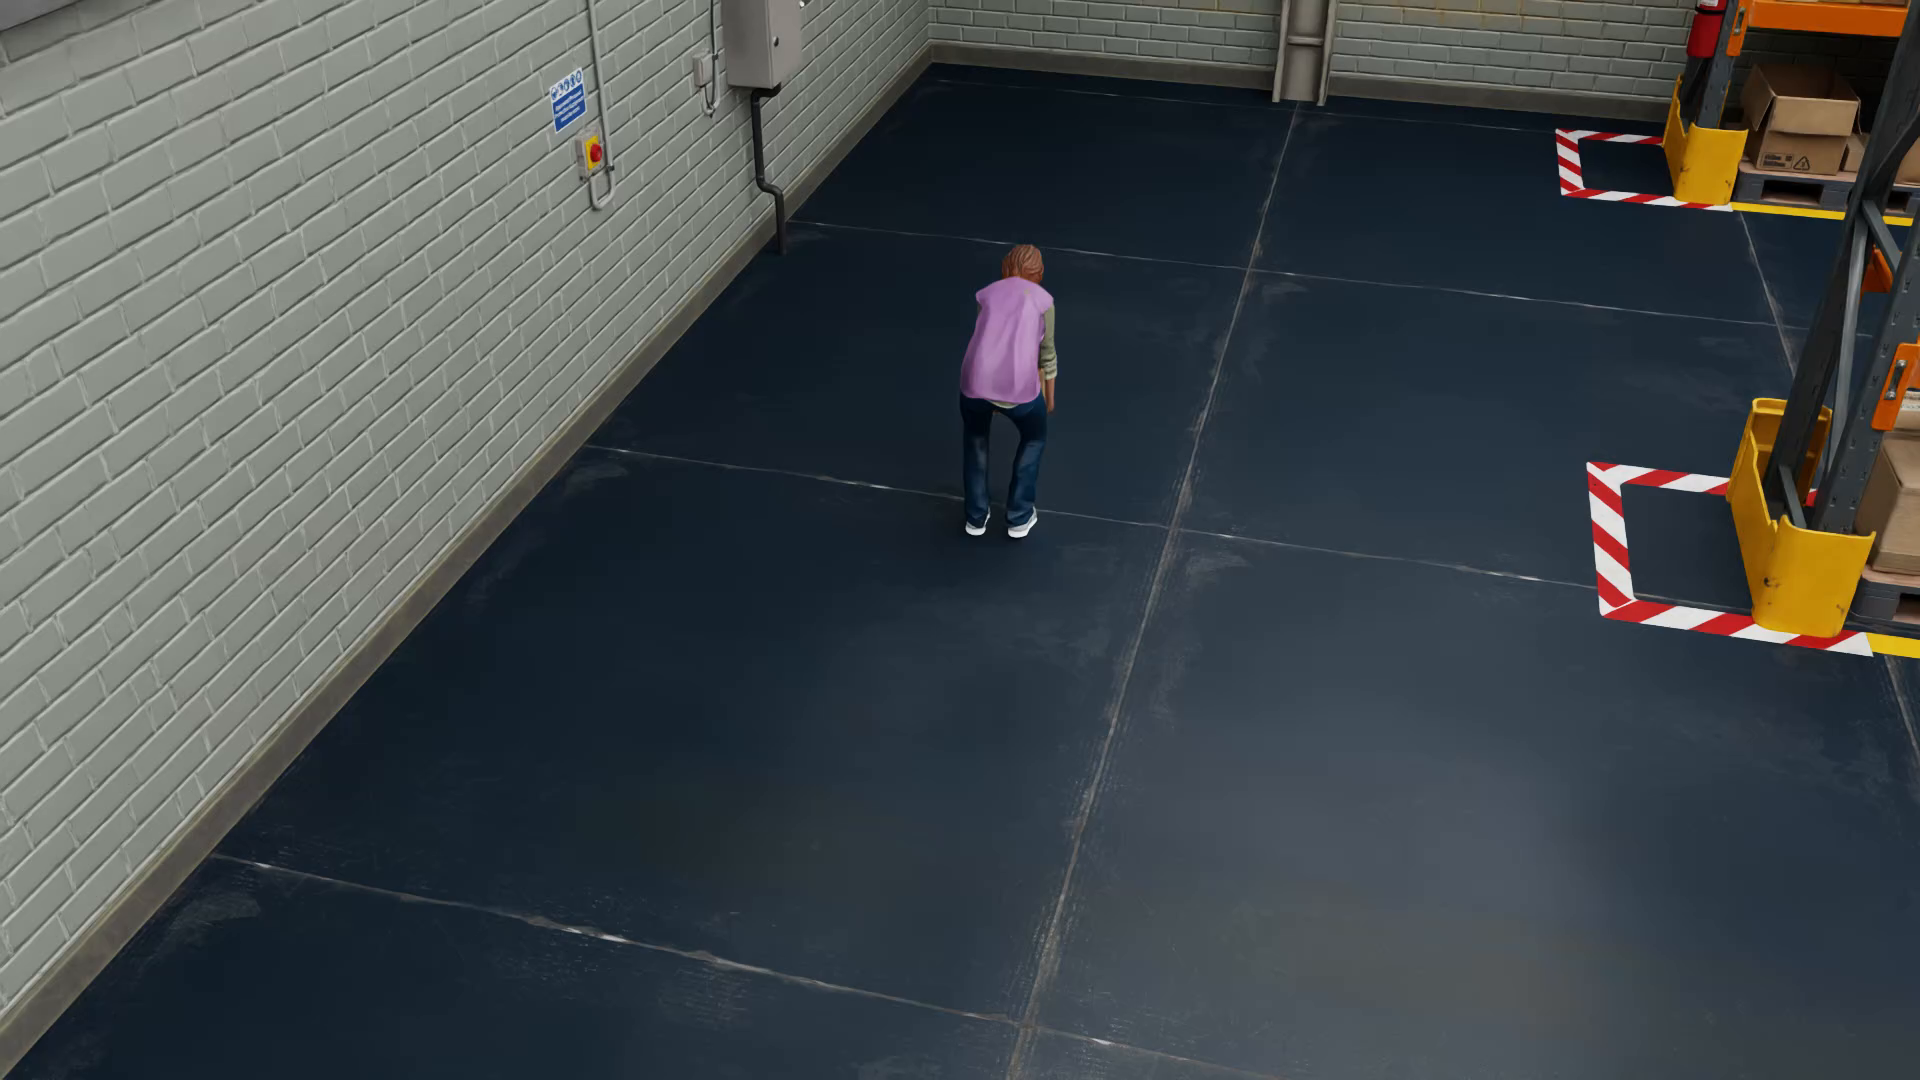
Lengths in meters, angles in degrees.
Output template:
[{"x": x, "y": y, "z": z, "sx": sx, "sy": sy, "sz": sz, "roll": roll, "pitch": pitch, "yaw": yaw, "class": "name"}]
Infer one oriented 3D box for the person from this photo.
[{"x": 0.228, "y": -0.646, "z": 7.508, "sx": 0.388, "sy": 1.188, "sz": 0.820, "roll": 7, "pitch": 34, "yaw": 11, "class": "person"}]
